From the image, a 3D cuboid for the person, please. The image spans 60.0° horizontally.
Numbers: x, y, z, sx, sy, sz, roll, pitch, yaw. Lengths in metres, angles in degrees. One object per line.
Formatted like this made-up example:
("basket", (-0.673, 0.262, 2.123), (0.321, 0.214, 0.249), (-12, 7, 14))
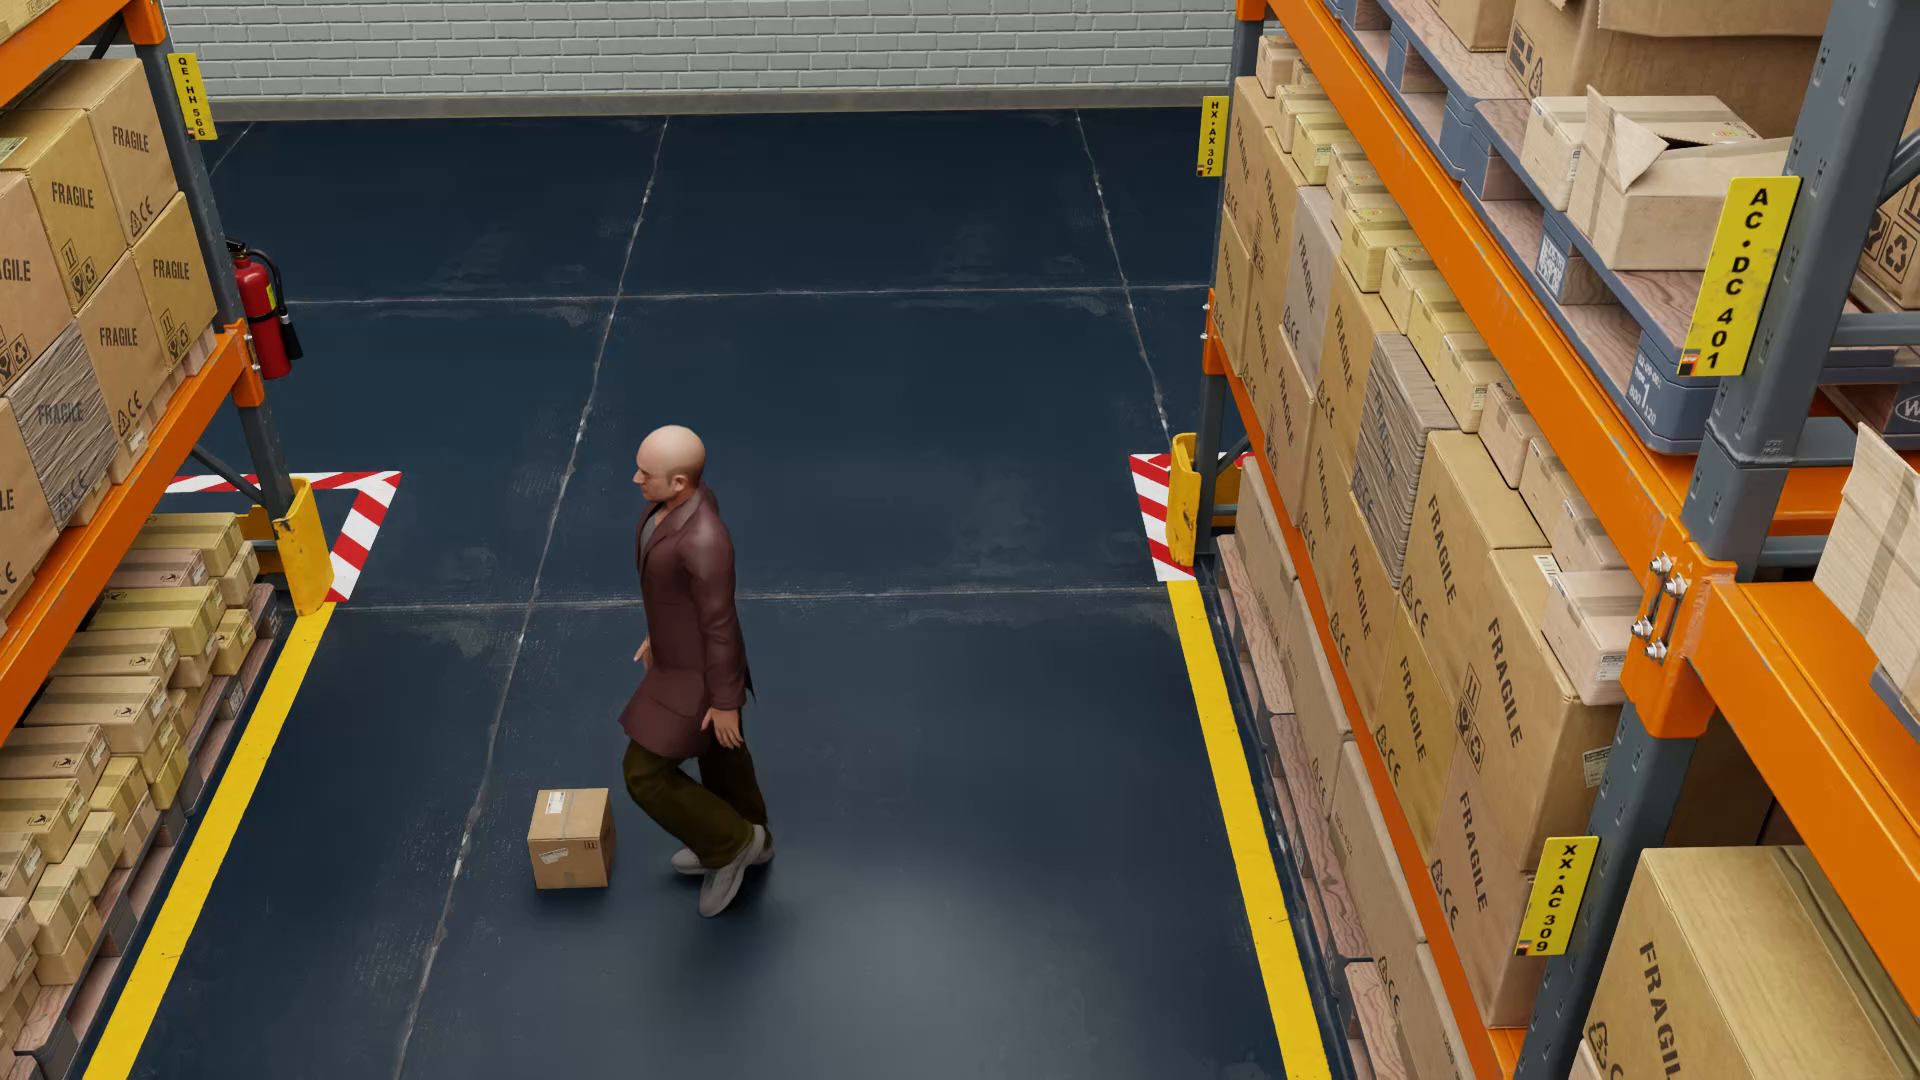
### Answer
("person", (-0.915, 0.421, 5.525), (0.486, 1.786, 0.639), (-7, 35, -10))
